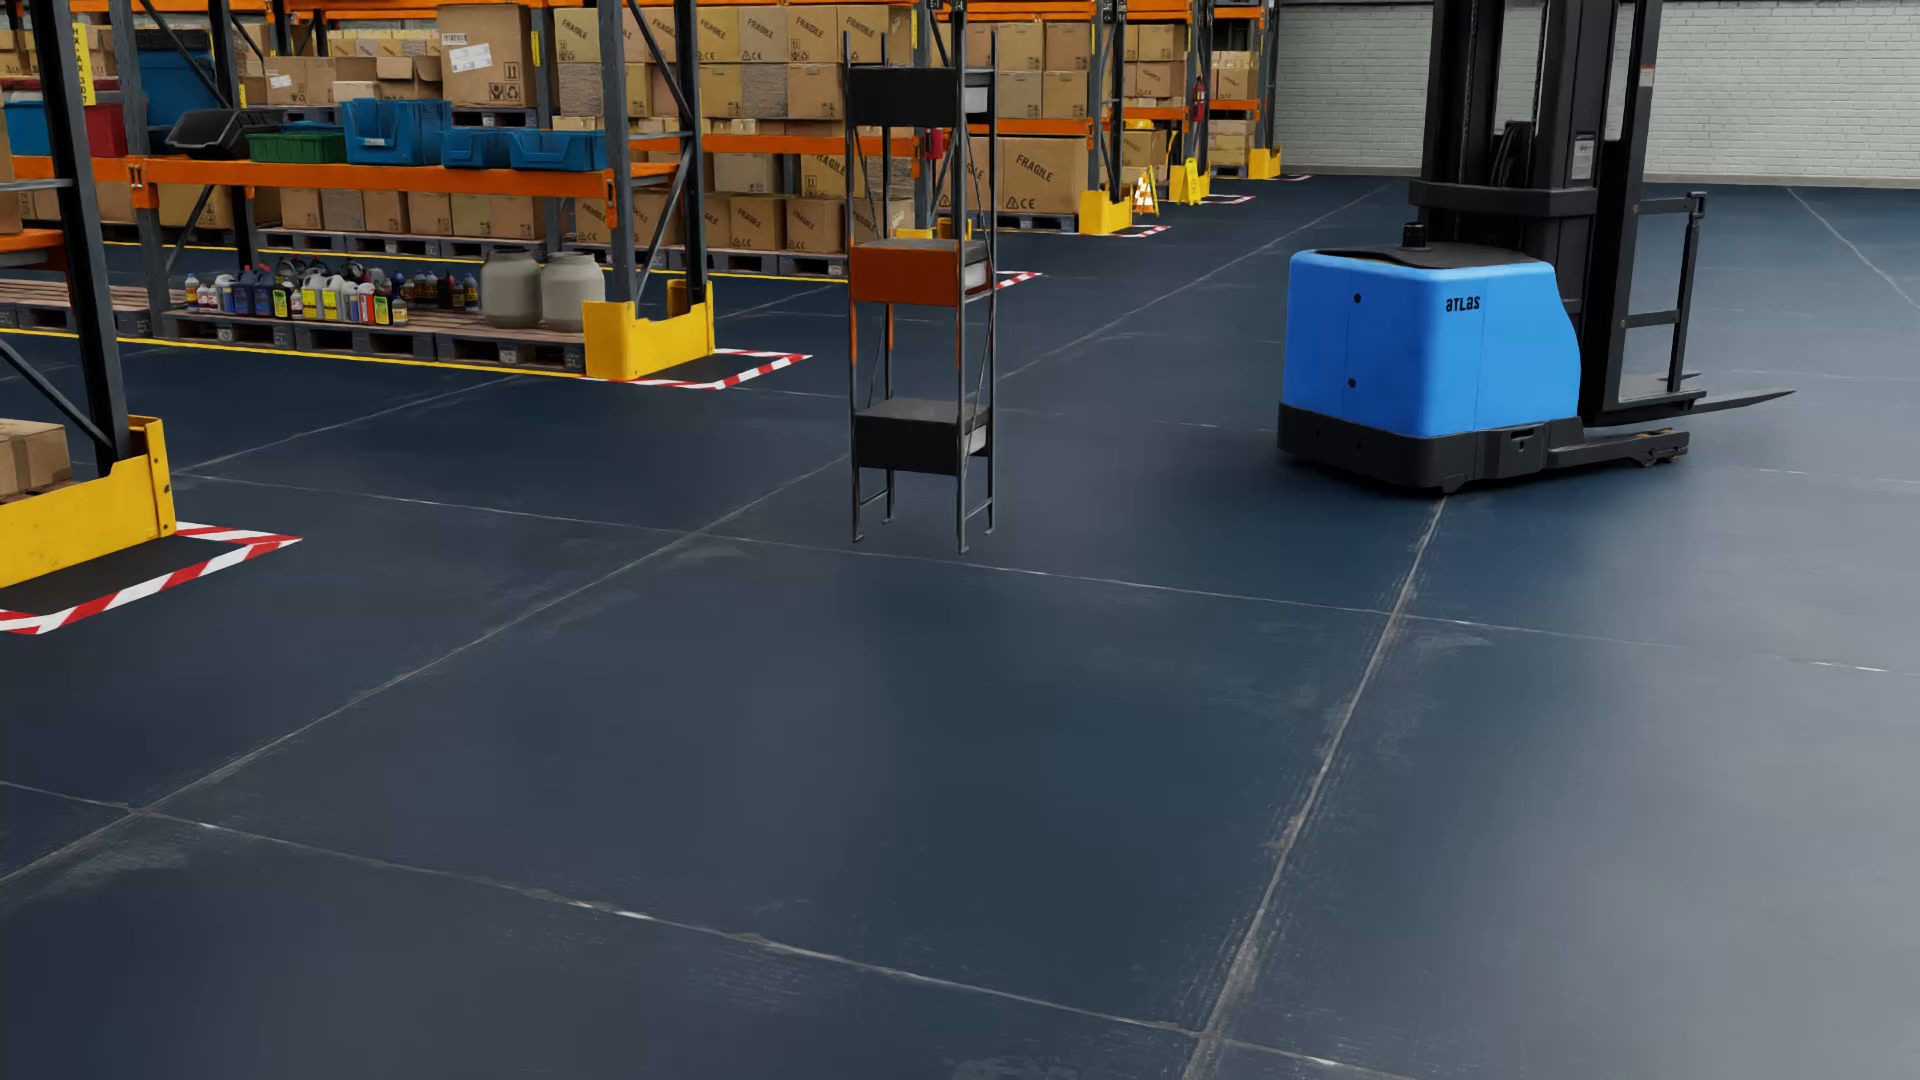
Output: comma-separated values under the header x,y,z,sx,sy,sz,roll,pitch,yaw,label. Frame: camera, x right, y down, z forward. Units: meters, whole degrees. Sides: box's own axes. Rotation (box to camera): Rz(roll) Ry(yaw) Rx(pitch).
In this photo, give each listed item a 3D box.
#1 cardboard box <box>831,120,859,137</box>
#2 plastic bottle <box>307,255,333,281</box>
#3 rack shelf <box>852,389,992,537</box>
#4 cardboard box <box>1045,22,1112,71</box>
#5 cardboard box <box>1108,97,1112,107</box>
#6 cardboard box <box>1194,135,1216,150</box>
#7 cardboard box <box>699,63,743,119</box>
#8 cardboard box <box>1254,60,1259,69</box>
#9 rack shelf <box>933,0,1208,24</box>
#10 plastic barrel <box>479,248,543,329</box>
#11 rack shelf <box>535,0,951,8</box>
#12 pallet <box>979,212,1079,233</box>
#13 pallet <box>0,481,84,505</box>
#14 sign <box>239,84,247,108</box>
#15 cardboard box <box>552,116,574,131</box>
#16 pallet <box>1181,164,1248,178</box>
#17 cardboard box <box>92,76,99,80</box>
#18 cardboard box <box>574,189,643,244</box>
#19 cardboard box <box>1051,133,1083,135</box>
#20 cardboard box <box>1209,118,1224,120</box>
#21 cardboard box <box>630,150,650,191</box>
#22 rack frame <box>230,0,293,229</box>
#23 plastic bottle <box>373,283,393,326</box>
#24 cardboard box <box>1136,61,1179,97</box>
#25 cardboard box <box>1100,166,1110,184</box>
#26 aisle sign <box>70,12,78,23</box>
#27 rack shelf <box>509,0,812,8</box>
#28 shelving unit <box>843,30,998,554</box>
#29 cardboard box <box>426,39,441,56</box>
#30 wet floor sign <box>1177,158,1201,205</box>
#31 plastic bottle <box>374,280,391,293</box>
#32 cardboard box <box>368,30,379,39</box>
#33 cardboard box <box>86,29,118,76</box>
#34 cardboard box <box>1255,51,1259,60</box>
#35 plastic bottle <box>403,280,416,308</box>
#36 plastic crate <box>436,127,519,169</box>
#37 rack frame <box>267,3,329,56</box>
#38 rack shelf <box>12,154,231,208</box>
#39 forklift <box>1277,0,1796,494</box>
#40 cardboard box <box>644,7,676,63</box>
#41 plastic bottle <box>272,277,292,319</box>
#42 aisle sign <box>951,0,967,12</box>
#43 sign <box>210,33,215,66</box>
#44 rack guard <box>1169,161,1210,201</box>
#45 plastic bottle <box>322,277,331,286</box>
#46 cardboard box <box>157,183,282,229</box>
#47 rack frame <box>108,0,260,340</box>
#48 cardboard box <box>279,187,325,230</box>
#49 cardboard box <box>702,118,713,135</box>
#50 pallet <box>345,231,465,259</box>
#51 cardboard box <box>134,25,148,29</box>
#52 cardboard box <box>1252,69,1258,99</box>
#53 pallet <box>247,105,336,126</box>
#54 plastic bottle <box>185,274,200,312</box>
x,y,z,sx,sy,sz,roll,pitch,yaw,label
-1.000,-3.813,15.378,0.250,0.149,0.380,6,17,21,cardboard box
-4.830,-1.973,12.552,0.185,0.351,0.144,5,17,18,plastic bottle
-0.154,-0.340,7.138,0.480,0.518,0.431,6,17,21,rack shelf
1.408,-5.835,19.686,0.550,0.550,0.875,6,17,21,cardboard box
2.277,-6.400,24.289,0.250,0.149,0.380,7,17,22,cardboard box
4.249,-6.922,28.919,0.500,0.250,0.500,6,17,20,cardboard box
-2.096,-4.311,15.930,0.500,0.500,0.875,6,17,21,cardboard box
5.058,-8.239,28.832,0.250,0.149,0.380,6,17,19,cardboard box
1.600,-7.790,24.537,4.000,0.370,1.077,6,17,21,rack shelf
-3.099,-1.741,11.500,0.421,0.512,0.421,0,16,0,plastic barrel
-2.036,-5.220,15.683,4.000,0.370,1.077,6,17,21,rack shelf
0.966,-3.918,20.293,1.213,0.211,1.003,6,17,21,pallet
-4.540,-0.079,7.069,1.213,0.211,1.003,6,17,21,pallet
-5.502,-3.319,12.730,0.005,0.325,0.100,6,17,21,sign
-3.807,-4.109,16.397,0.250,0.149,0.380,6,17,21,cardboard box
4.552,-6.506,29.206,1.213,0.211,1.003,6,17,21,pallet
-9.586,-4.930,18.595,0.500,0.500,0.500,7,17,22,cardboard box
-3.539,-3.279,16.819,0.500,0.500,0.500,6,17,19,cardboard box
1.666,-5.852,24.784,0.500,0.500,0.500,6,17,19,cardboard box
4.435,-7.288,29.282,0.500,0.250,0.500,6,17,21,cardboard box
-4.355,-4.962,22.166,0.750,0.750,1.050,7,17,21,cardboard box
-7.617,-4.738,18.115,0.127,3.000,1.000,6,17,21,rack frame
-3.977,-1.624,11.469,0.133,0.283,0.061,7,17,22,plastic bottle
2.855,-6.665,24.039,0.500,0.500,0.500,6,17,20,cardboard box
2.131,-5.439,24.709,0.500,0.250,0.500,6,17,21,cardboard box
-13.323,-8.011,24.725,0.004,0.787,0.394,6,17,21,aisle sign
-3.843,-6.905,21.488,4.000,0.370,1.077,6,17,21,rack shelf
-0.154,-1.025,6.939,0.503,2.100,0.431,6,17,21,shelving unit
-8.711,-8.277,28.330,0.500,0.500,0.500,6,17,20,cardboard box
3.245,-5.063,23.455,0.232,0.644,0.267,14,21,40,wet floor sign
-4.048,-1.677,11.653,0.133,0.283,0.061,6,17,21,plastic bottle
-9.993,-8.722,28.701,0.250,0.149,0.380,6,17,21,cardboard box
-9.523,-5.481,18.696,0.637,0.503,0.797,7,18,22,cardboard box
5.045,-8.370,28.749,0.250,0.149,0.380,6,17,20,cardboard box
-4.069,-1.825,12.309,0.097,0.201,0.097,0,16,0,plastic bottle
-3.170,-2.606,11.035,0.408,0.251,0.499,6,17,21,plastic crate
-9.424,-6.424,23.920,0.127,3.000,1.000,6,17,21,rack frame
-7.574,-2.904,13.086,4.000,0.370,1.077,6,17,21,rack shelf
3.168,-1.902,8.468,3.031,2.935,1.130,-9,18,-28,forklift
-2.640,-4.786,15.774,0.500,0.500,0.500,6,17,21,cardboard box
-4.801,-1.714,11.781,0.133,0.283,0.061,7,18,23,plastic bottle
-0.008,-5.240,15.180,0.004,0.787,0.394,6,17,21,aisle sign
-7.818,-5.150,17.457,0.005,0.325,0.100,6,17,21,sign
3.390,-5.298,24.525,0.348,0.500,1.175,6,17,21,rack guard
-4.513,-1.736,11.869,0.135,0.276,0.152,6,17,21,plastic bottle
-8.252,-3.996,18.615,0.875,0.875,1.225,5,17,18,cardboard box
-5.714,-3.045,12.281,0.127,3.000,1.000,6,17,21,rack frame
-6.987,-3.686,18.184,0.500,0.500,0.700,5,17,18,cardboard box
-2.406,-3.959,15.880,0.250,0.149,0.380,6,17,21,cardboard box
-5.760,-3.194,17.796,1.213,0.211,1.003,6,17,21,pallet
-11.878,-7.280,24.364,0.500,0.500,0.500,6,17,19,cardboard box
4.920,-7.949,28.994,0.500,0.500,0.500,7,18,22,cardboard box
-6.915,-4.601,17.986,1.003,0.211,1.213,6,17,21,pallet
-5.578,-1.799,12.096,0.097,0.271,0.097,0,16,0,plastic bottle
